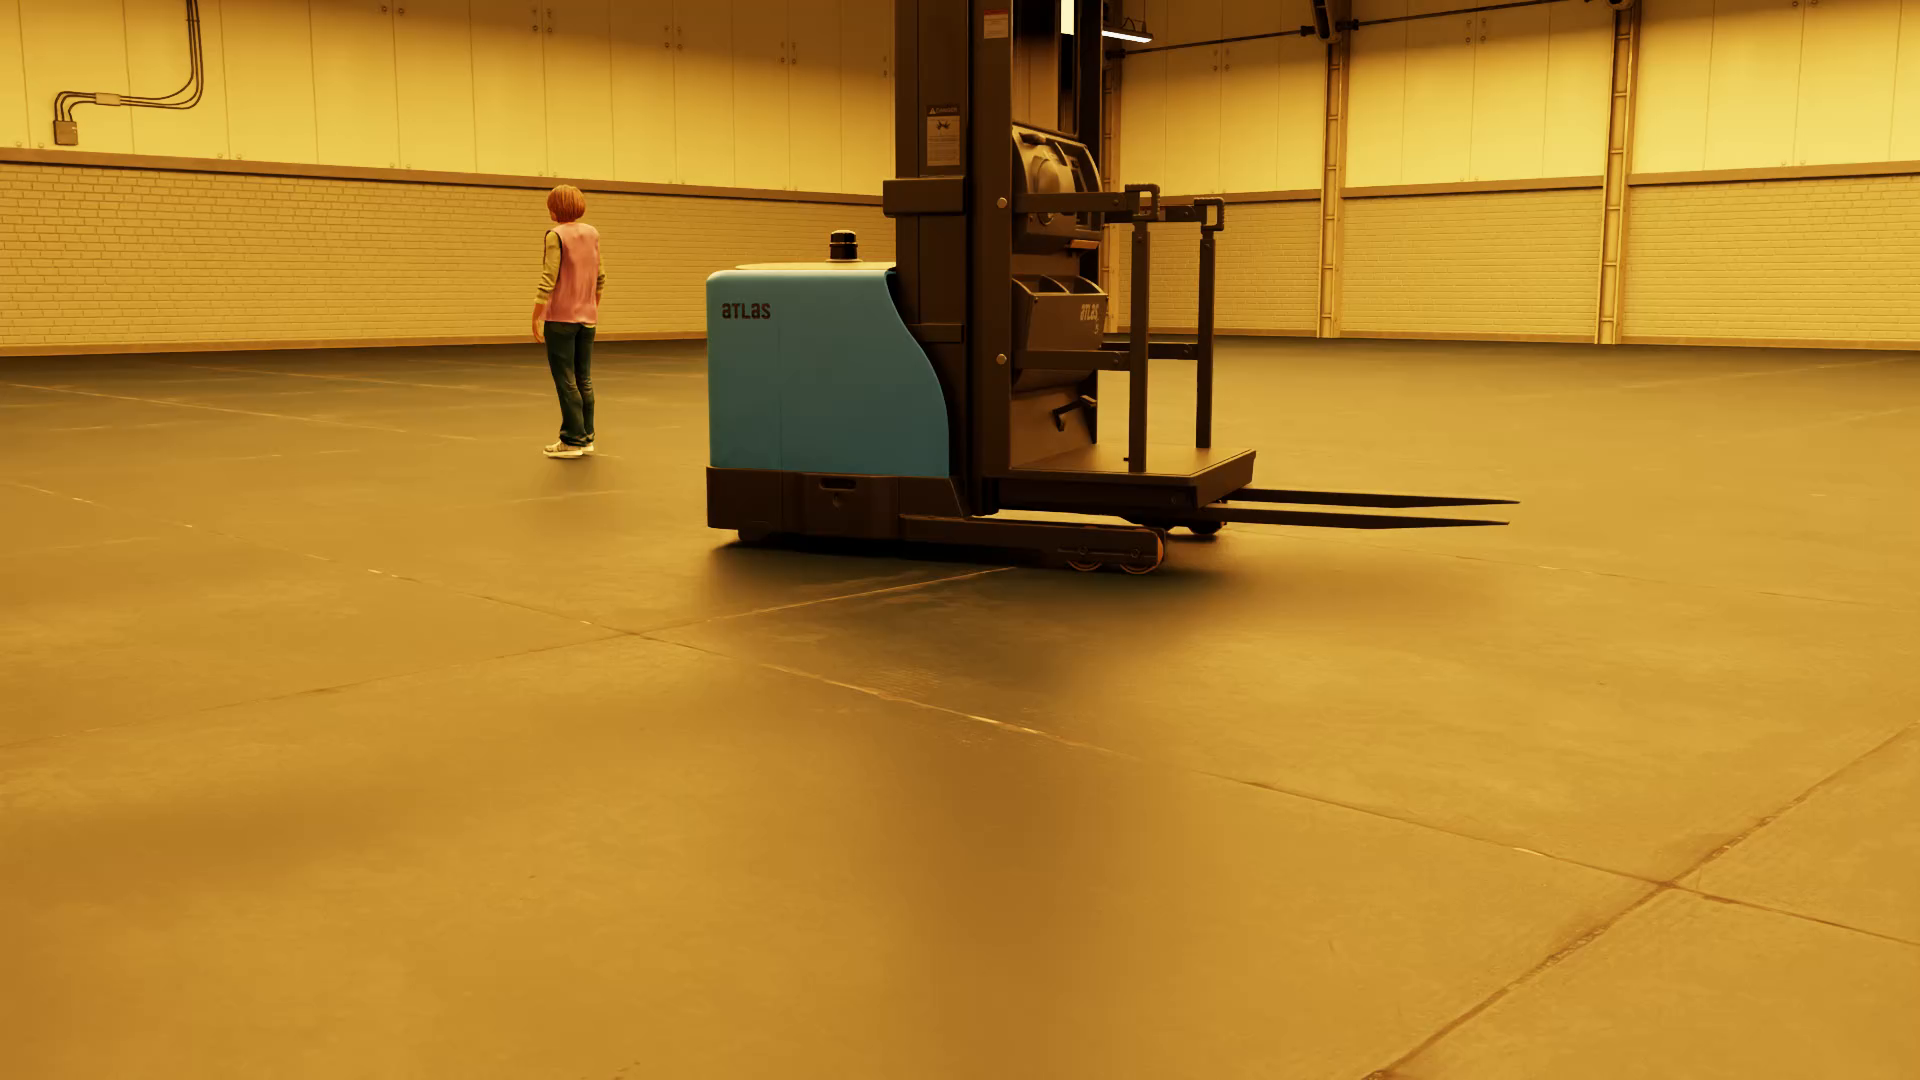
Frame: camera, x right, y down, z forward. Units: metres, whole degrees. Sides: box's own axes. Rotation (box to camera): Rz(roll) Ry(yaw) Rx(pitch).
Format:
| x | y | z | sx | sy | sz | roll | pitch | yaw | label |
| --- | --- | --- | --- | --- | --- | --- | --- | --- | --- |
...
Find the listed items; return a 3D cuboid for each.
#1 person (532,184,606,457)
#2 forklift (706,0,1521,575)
| x | y | z | sx | sy | sz | roll | pitch | yaw | label |
| --- | --- | --- | --- | --- | --- | --- | --- | --- | --- |
| -2.370 | -1.293 | 9.892 | 0.472 | 1.600 | 0.520 | 6 | 10 | 33 | person |
| 0.565 | -1.416 | 6.275 | 3.031 | 2.935 | 1.130 | 3 | 9 | 22 | forklift |
